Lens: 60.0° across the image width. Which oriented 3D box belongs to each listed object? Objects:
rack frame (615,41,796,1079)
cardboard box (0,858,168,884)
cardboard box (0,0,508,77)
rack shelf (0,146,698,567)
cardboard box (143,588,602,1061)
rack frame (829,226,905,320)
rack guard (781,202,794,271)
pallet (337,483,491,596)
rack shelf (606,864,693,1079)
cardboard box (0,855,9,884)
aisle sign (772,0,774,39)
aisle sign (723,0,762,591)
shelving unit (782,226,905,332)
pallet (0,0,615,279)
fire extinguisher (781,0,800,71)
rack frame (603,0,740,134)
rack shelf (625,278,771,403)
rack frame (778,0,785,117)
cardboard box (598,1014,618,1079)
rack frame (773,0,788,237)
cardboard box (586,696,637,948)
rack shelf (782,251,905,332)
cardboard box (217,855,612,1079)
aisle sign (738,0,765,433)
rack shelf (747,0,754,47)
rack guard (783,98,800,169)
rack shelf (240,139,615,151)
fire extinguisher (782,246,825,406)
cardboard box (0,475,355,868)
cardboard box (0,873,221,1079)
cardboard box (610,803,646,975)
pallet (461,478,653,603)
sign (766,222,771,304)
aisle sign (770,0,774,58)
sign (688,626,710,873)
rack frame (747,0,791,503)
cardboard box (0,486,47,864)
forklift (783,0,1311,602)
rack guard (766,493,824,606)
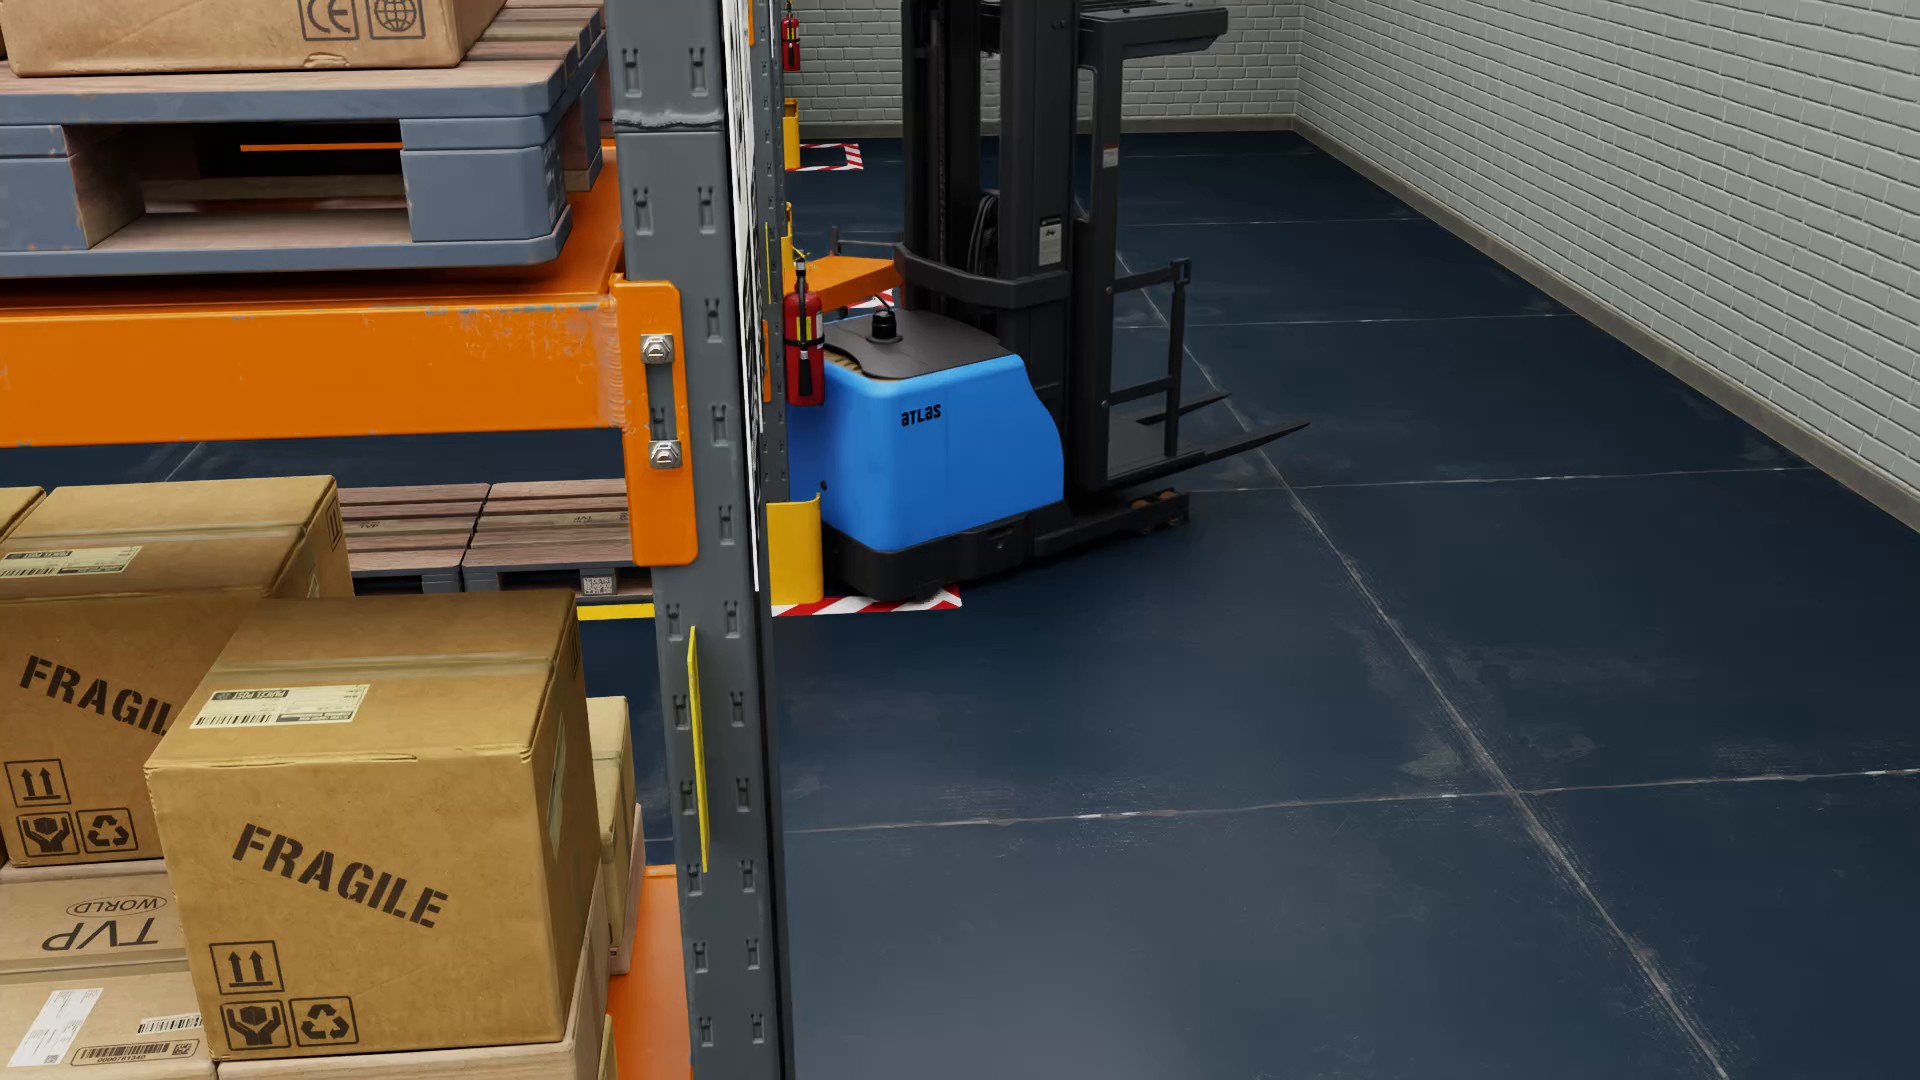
[{"bbox_3d":[-0.386,0.697,2.989,0.127,3.000,1.000,-2,24,-5],"label":"rack frame"},{"bbox_3d":[-1.407,0.563,3.109,0.500,0.250,0.500,-3,24,-6],"label":"cardboard box"},{"bbox_3d":[-0.898,-0.915,2.158,0.500,0.500,0.700,-4,24,-8],"label":"cardboard box"},{"bbox_3d":[-2.376,-0.265,2.346,4.000,0.370,1.077,-2,24,-5],"label":"rack shelf"},{"bbox_3d":[-0.845,0.413,2.524,0.500,0.500,0.500,-2,24,-4],"label":"cardboard box"},{"bbox_3d":[-0.444,-1.118,8.960,0.500,1.125,0.032,11,26,35],"label":"rack frame"},{"bbox_3d":[-1.432,-2.162,12.499,0.348,0.500,1.175,-2,24,-5],"label":"rack guard"},{"bbox_3d":[-2.909,0.034,7.914,1.213,0.211,1.003,-2,24,-5],"label":"pallet"},{"bbox_3d":[-2.376,1.105,2.955,4.000,0.370,1.077,-2,24,-5],"label":"rack shelf"},{"bbox_3d":[-1.907,0.582,3.067,0.500,0.250,0.500,-3,24,-7],"label":"cardboard box"},{"bbox_3d":[-0.831,-2.616,7.242,0.004,0.787,0.394,-2,24,-5],"label":"aisle sign"},{"bbox_3d":[-0.285,-0.373,2.195,0.004,0.787,0.394,-2,24,-5],"label":"aisle sign"},{"bbox_3d":[-0.742,-0.944,8.587,0.538,1.125,1.048,11,26,35],"label":"shelving unit"},{"bbox_3d":[-1.123,-0.599,2.322,1.213,0.211,1.003,-2,24,-5],"label":"pallet"},{"bbox_3d":[-1.651,-4.923,16.188,0.183,0.674,0.296,-2,24,-5],"label":"fire extinguisher"},{"bbox_3d":[-0.386,-2.044,1.770,0.127,3.000,1.000,-2,24,-5],"label":"rack frame"},{"bbox_3d":[-2.863,-0.896,7.460,4.000,0.370,1.077,-2,24,-5],"label":"rack shelf"},{"bbox_3d":[-1.847,-5.309,16.502,0.127,3.000,1.000,-2,24,-5],"label":"rack frame"},{"bbox_3d":[-0.708,0.959,2.709,0.250,0.149,0.380,-2,24,-4],"label":"cardboard box"},{"bbox_3d":[-1.356,-3.307,11.998,0.127,3.000,1.000,-2,24,-5],"label":"rack frame"},{"bbox_3d":[-0.890,0.540,3.161,0.500,0.250,0.500,-3,24,-7],"label":"cardboard box"},{"bbox_3d":[-0.767,-1.216,8.480,0.538,0.278,1.000,11,26,35],"label":"rack shelf"},{"bbox_3d":[-0.842,0.756,2.674,0.500,0.250,0.500,-3,24,-6],"label":"cardboard box"},{"bbox_3d":[-0.344,-0.615,2.740,0.004,0.787,0.394,-2,24,-5],"label":"aisle sign"},{"bbox_3d":[-2.863,-2.267,6.850,4.000,0.370,1.077,-2,24,-5],"label":"rack shelf"},{"bbox_3d":[-1.823,-4.168,17.012,0.348,0.500,1.175,-2,24,-5],"label":"rack guard"},{"bbox_3d":[-3.346,-2.899,11.964,4.000,0.370,1.077,-2,24,-5],"label":"rack shelf"},{"bbox_3d":[-0.678,-0.922,7.185,0.183,0.674,0.296,-2,24,-5],"label":"fire extinguisher"},{"bbox_3d":[-1.388,0.217,2.964,0.500,0.500,0.500,-3,24,-6],"label":"cardboard box"},{"bbox_3d":[-1.347,0.776,2.629,0.500,0.250,0.500,-3,24,-6],"label":"cardboard box"},{"bbox_3d":[-0.772,0.693,3.308,0.250,0.149,0.380,-2,24,-5],"label":"cardboard box"},{"bbox_3d":[-1.697,-0.014,8.021,1.213,0.211,1.003,-2,24,-5],"label":"pallet"},{"bbox_3d":[-0.803,-1.158,6.961,0.005,0.325,0.100,-2,24,-5],"label":"sign"},{"bbox_3d":[-0.773,-2.377,6.705,0.004,0.787,0.394,-2,24,-5],"label":"aisle sign"},{"bbox_3d":[-0.347,0.279,2.211,0.005,0.325,0.100,-2,24,-5],"label":"sign"},{"bbox_3d":[-0.873,-1.305,7.493,0.127,3.000,1.000,-2,24,-5],"label":"rack frame"},{"bbox_3d":[-1.903,0.240,2.912,0.500,0.500,0.500,-3,24,-7],"label":"cardboard box"},{"bbox_3d":[0.539,-1.523,8.069,3.031,2.935,1.130,-17,29,-34],"label":"forklift"},{"bbox_3d":[-0.850,-0.169,8.015,0.348,0.500,1.175,-2,24,-5],"label":"rack guard"}]
